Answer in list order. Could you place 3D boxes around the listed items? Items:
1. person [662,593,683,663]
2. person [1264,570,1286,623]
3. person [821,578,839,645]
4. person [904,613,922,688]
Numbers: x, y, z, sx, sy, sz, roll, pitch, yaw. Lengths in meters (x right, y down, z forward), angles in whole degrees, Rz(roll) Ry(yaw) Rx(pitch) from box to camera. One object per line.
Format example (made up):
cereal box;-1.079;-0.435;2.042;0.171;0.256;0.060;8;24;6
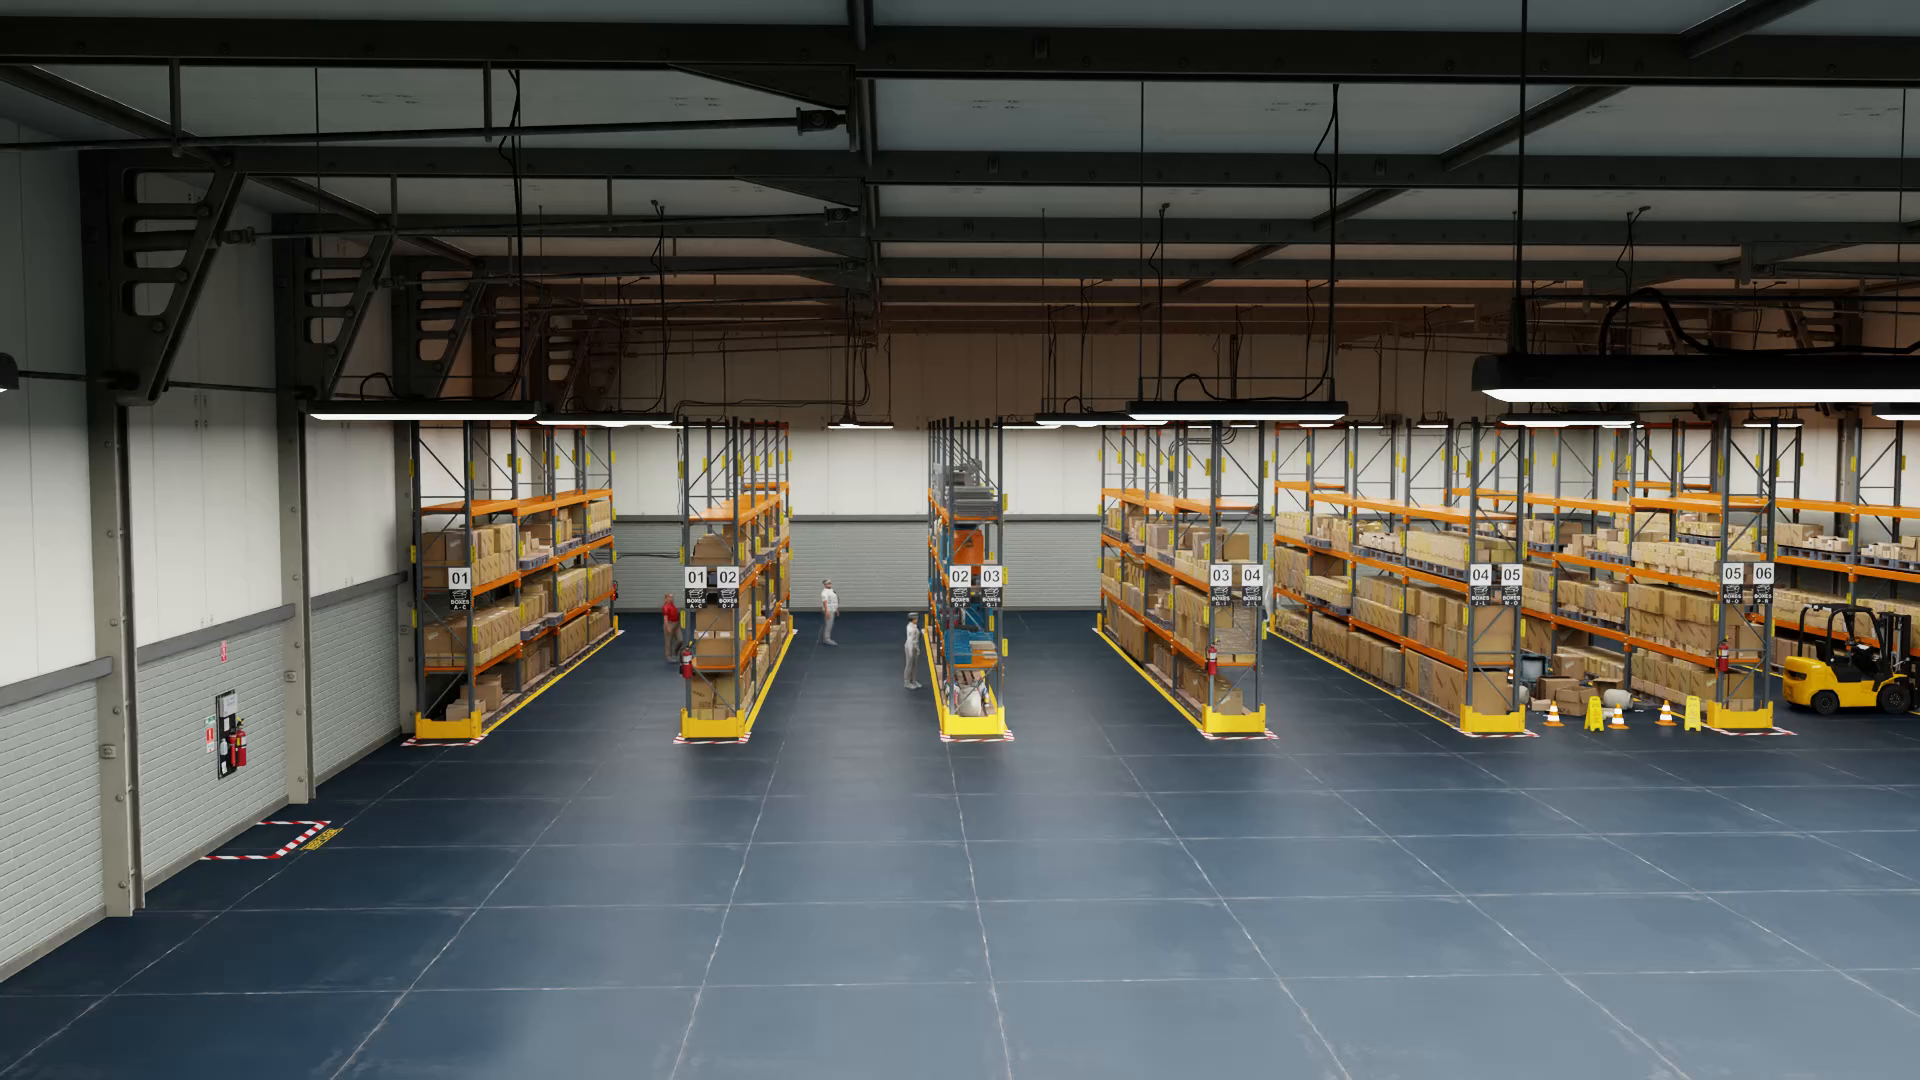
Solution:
person;-7.160;2.187;41.340;0.442;1.747;0.594;2;4;34
person;9.403;1.592;49.728;0.758;1.749;0.644;-3;5;-42
person;-3.510;1.923;44.874;0.455;1.782;0.586;1;4;8
person;-1.048;2.459;37.186;0.386;1.686;0.506;1;4;12
